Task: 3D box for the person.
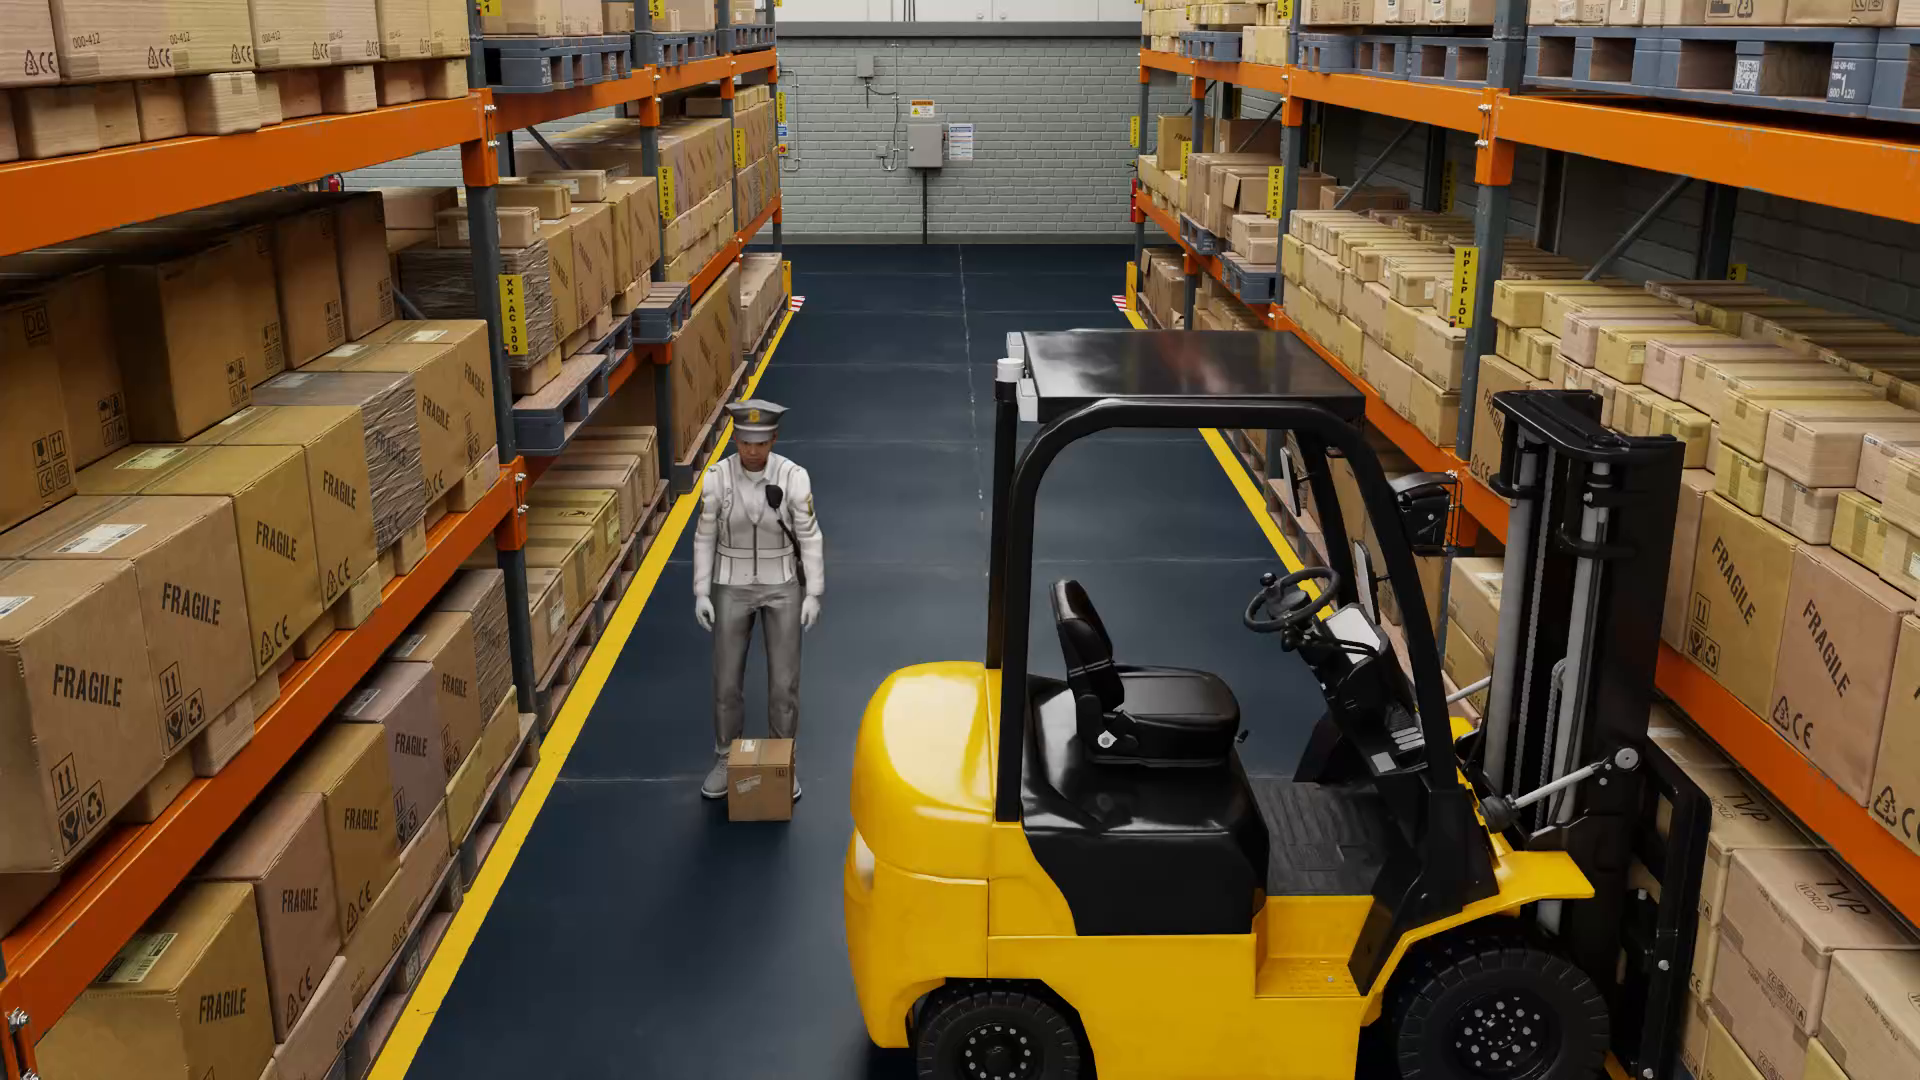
[{"bbox_3d":[-0.820,0.240,6.781,0.532,1.655,0.404,0,17,-1],"label":"person"}]
